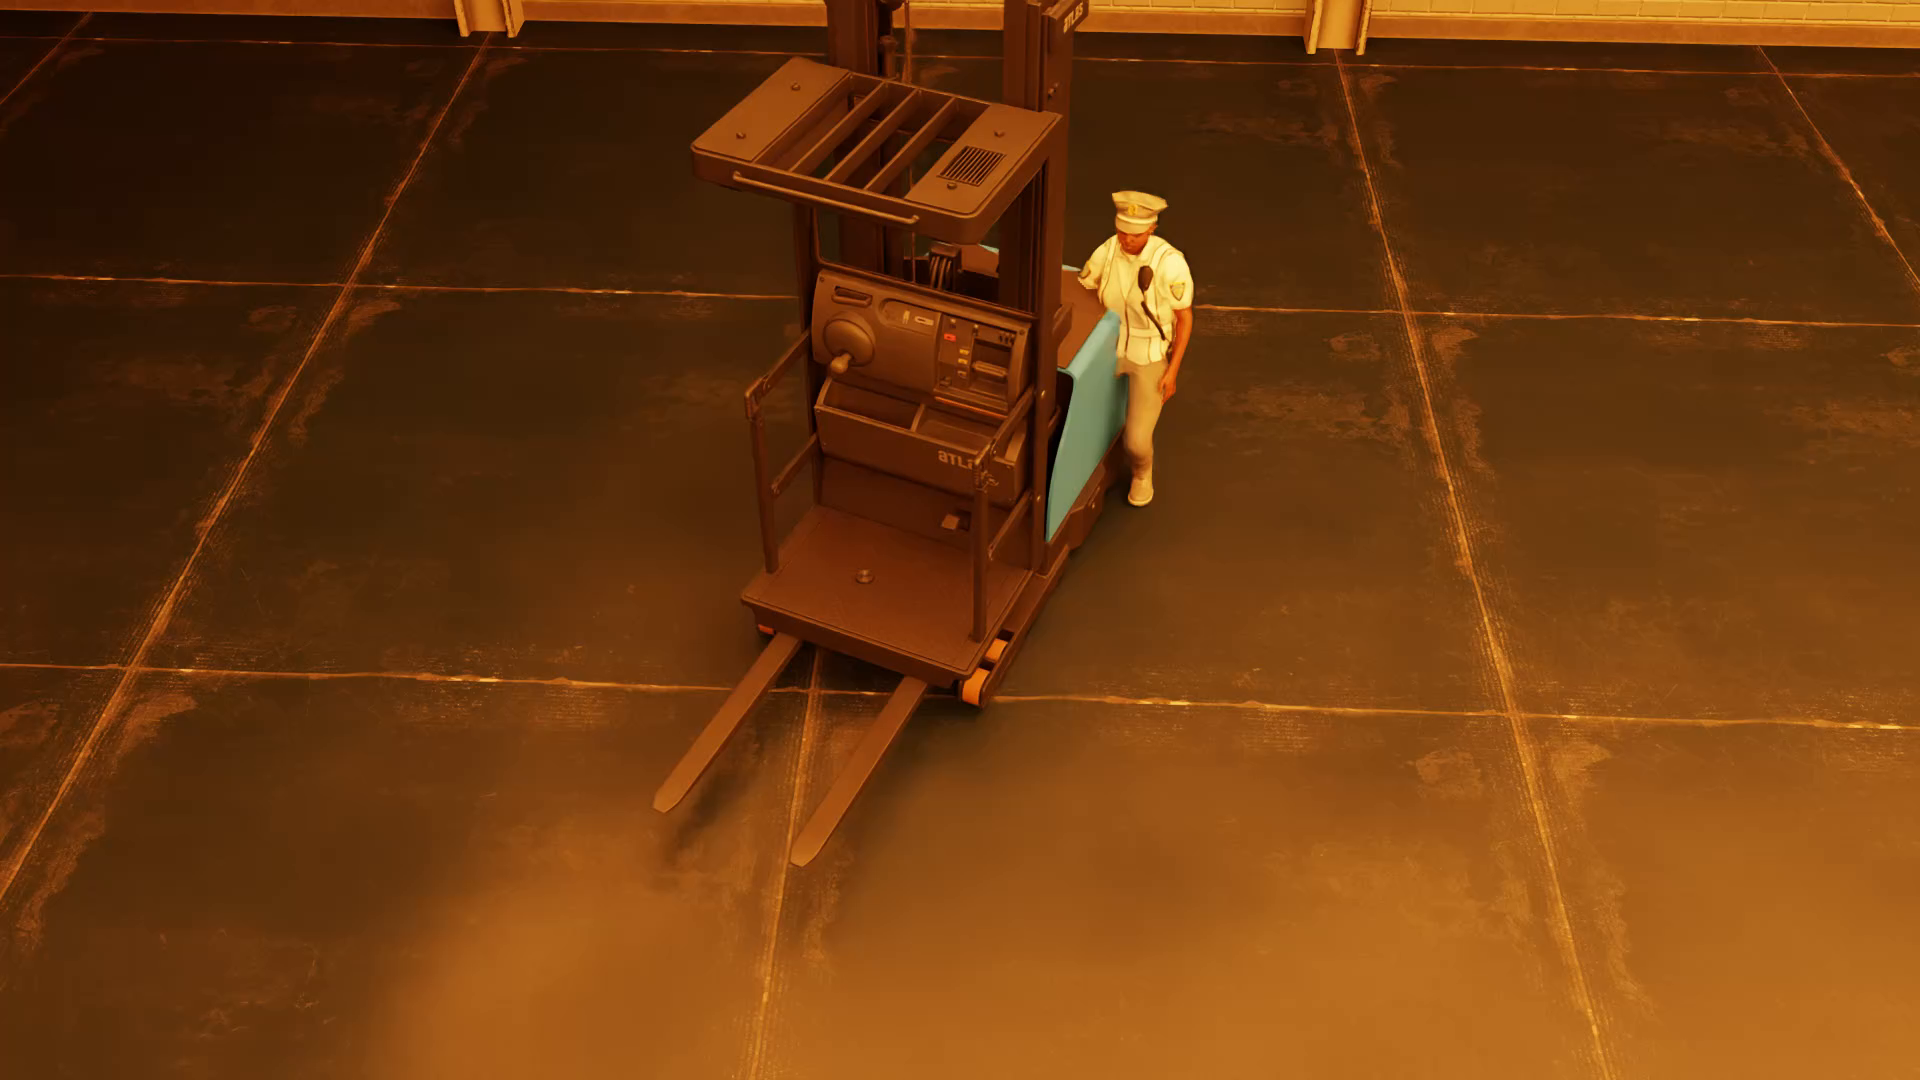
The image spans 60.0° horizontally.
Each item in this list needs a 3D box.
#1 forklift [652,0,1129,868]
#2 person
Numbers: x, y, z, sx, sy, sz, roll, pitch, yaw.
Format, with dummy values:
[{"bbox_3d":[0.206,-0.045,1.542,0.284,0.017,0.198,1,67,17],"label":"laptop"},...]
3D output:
[{"bbox_3d":[-0.257,-0.709,6.519,1.130,2.935,3.031,17,45,18],"label":"forklift"},{"bbox_3d":[0.704,-0.836,7.627,0.654,1.614,0.575,22,47,22],"label":"person"}]
